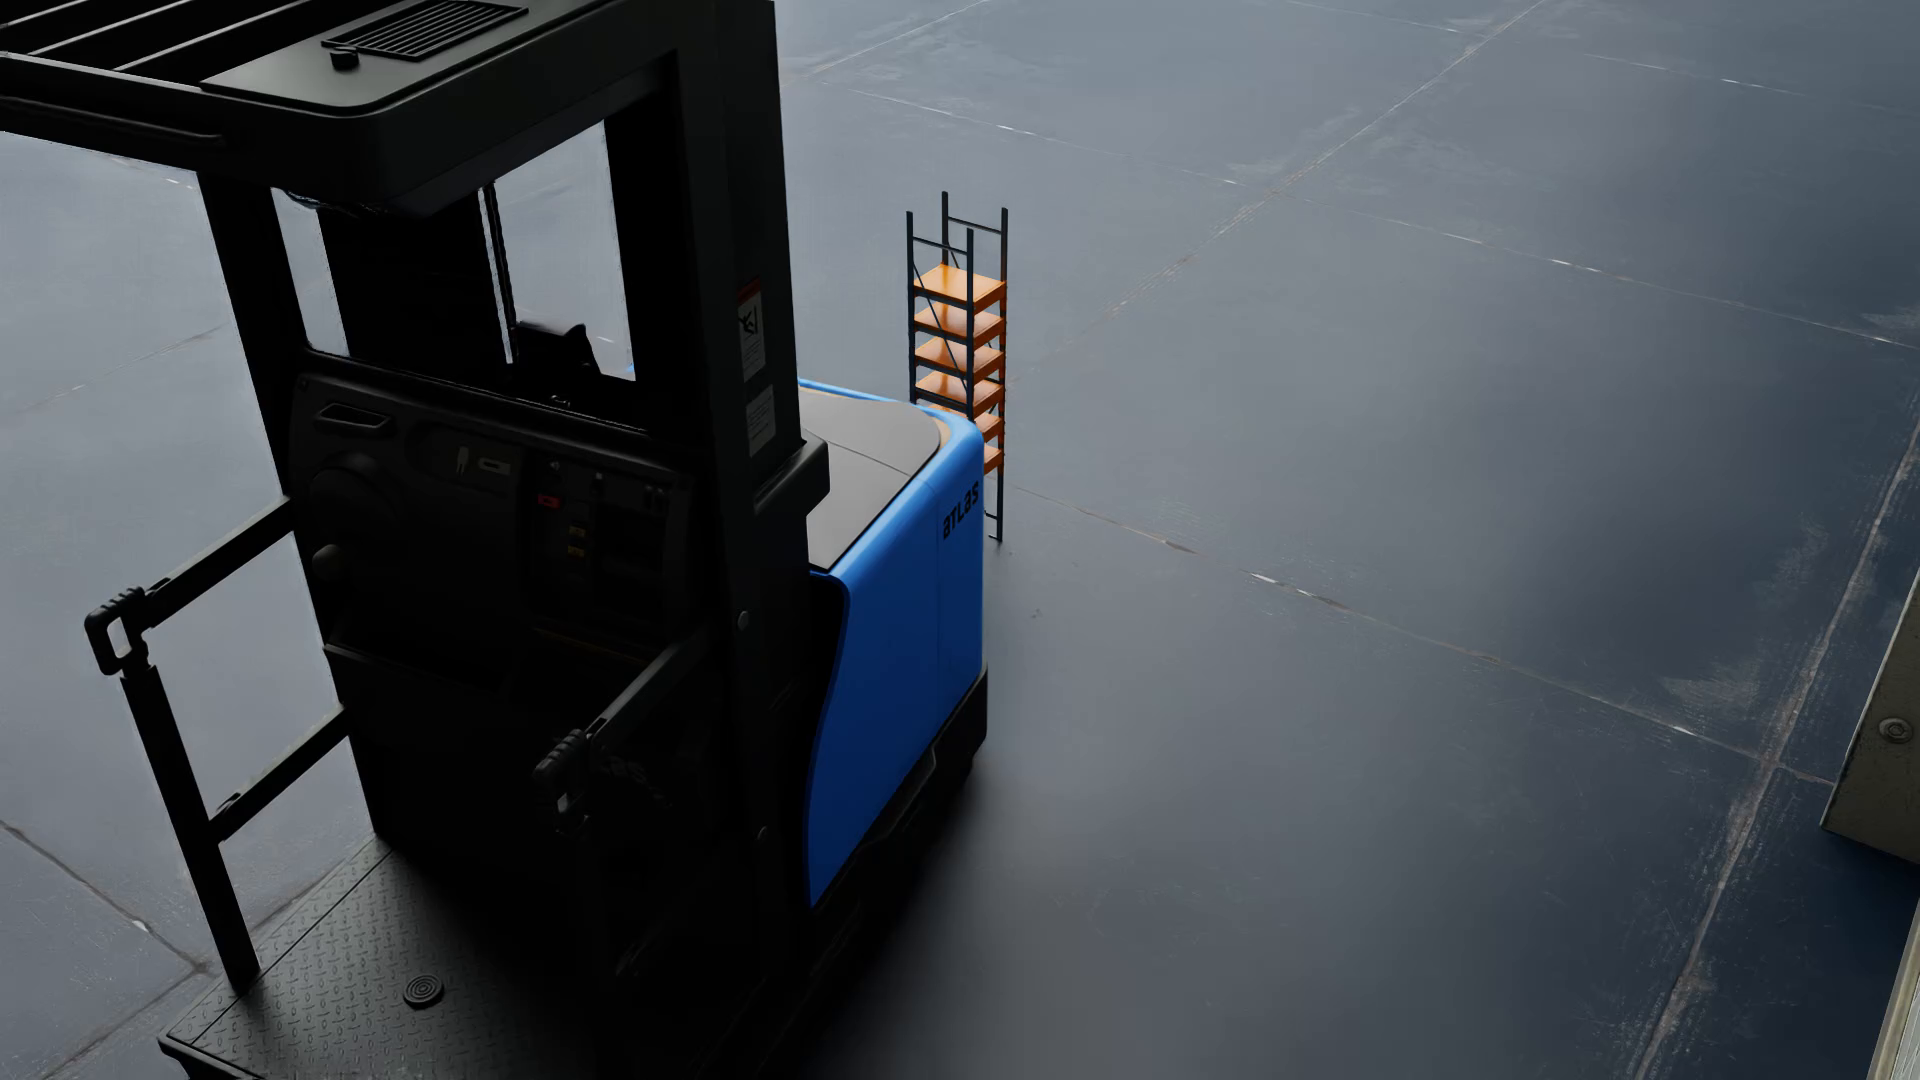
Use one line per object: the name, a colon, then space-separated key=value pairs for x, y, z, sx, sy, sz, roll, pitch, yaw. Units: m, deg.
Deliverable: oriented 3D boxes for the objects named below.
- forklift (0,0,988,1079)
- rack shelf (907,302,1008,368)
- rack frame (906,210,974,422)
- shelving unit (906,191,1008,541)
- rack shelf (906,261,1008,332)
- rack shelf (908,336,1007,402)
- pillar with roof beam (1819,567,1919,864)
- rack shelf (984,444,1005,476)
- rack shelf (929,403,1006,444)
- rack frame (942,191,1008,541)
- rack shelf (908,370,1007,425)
forklift: x=-0.996 y=0.007 z=3.023 sx=1.130 sy=2.935 sz=3.031 roll=14 pitch=37 yaw=20
rack shelf: x=-0.008 y=-0.652 z=5.195 sx=0.258 sy=0.103 sz=0.180 roll=21 pitch=39 yaw=28
rack frame: x=-0.060 y=-0.448 z=5.242 sx=0.240 sy=1.200 sz=0.006 roll=21 pitch=39 yaw=28
shelving unit: x=-0.008 y=-0.490 z=5.304 sx=0.258 sy=1.200 sz=0.189 roll=21 pitch=39 yaw=28
rack shelf: x=-0.008 y=-0.752 z=5.127 sx=0.258 sy=0.103 sz=0.180 roll=21 pitch=39 yaw=28
rack shelf: x=-0.008 y=-0.553 z=5.262 sx=0.258 sy=0.103 sz=0.180 roll=21 pitch=39 yaw=28
pillar with roof beam: x=-0.971 y=-4.370 z=4.079 sx=9.100 sy=9.000 sz=0.400 roll=21 pitch=39 yaw=28
rack shelf: x=-0.008 y=-0.255 z=5.464 sx=0.258 sy=0.103 sz=0.180 roll=21 pitch=39 yaw=28
rack shelf: x=-0.008 y=-0.354 z=5.396 sx=0.258 sy=0.103 sz=0.180 roll=21 pitch=39 yaw=28
rack frame: x=0.044 y=-0.532 z=5.366 sx=0.240 sy=1.200 sz=0.006 roll=21 pitch=39 yaw=28
rack shelf: x=-0.008 y=-0.454 z=5.329 sx=0.258 sy=0.103 sz=0.180 roll=21 pitch=39 yaw=28
